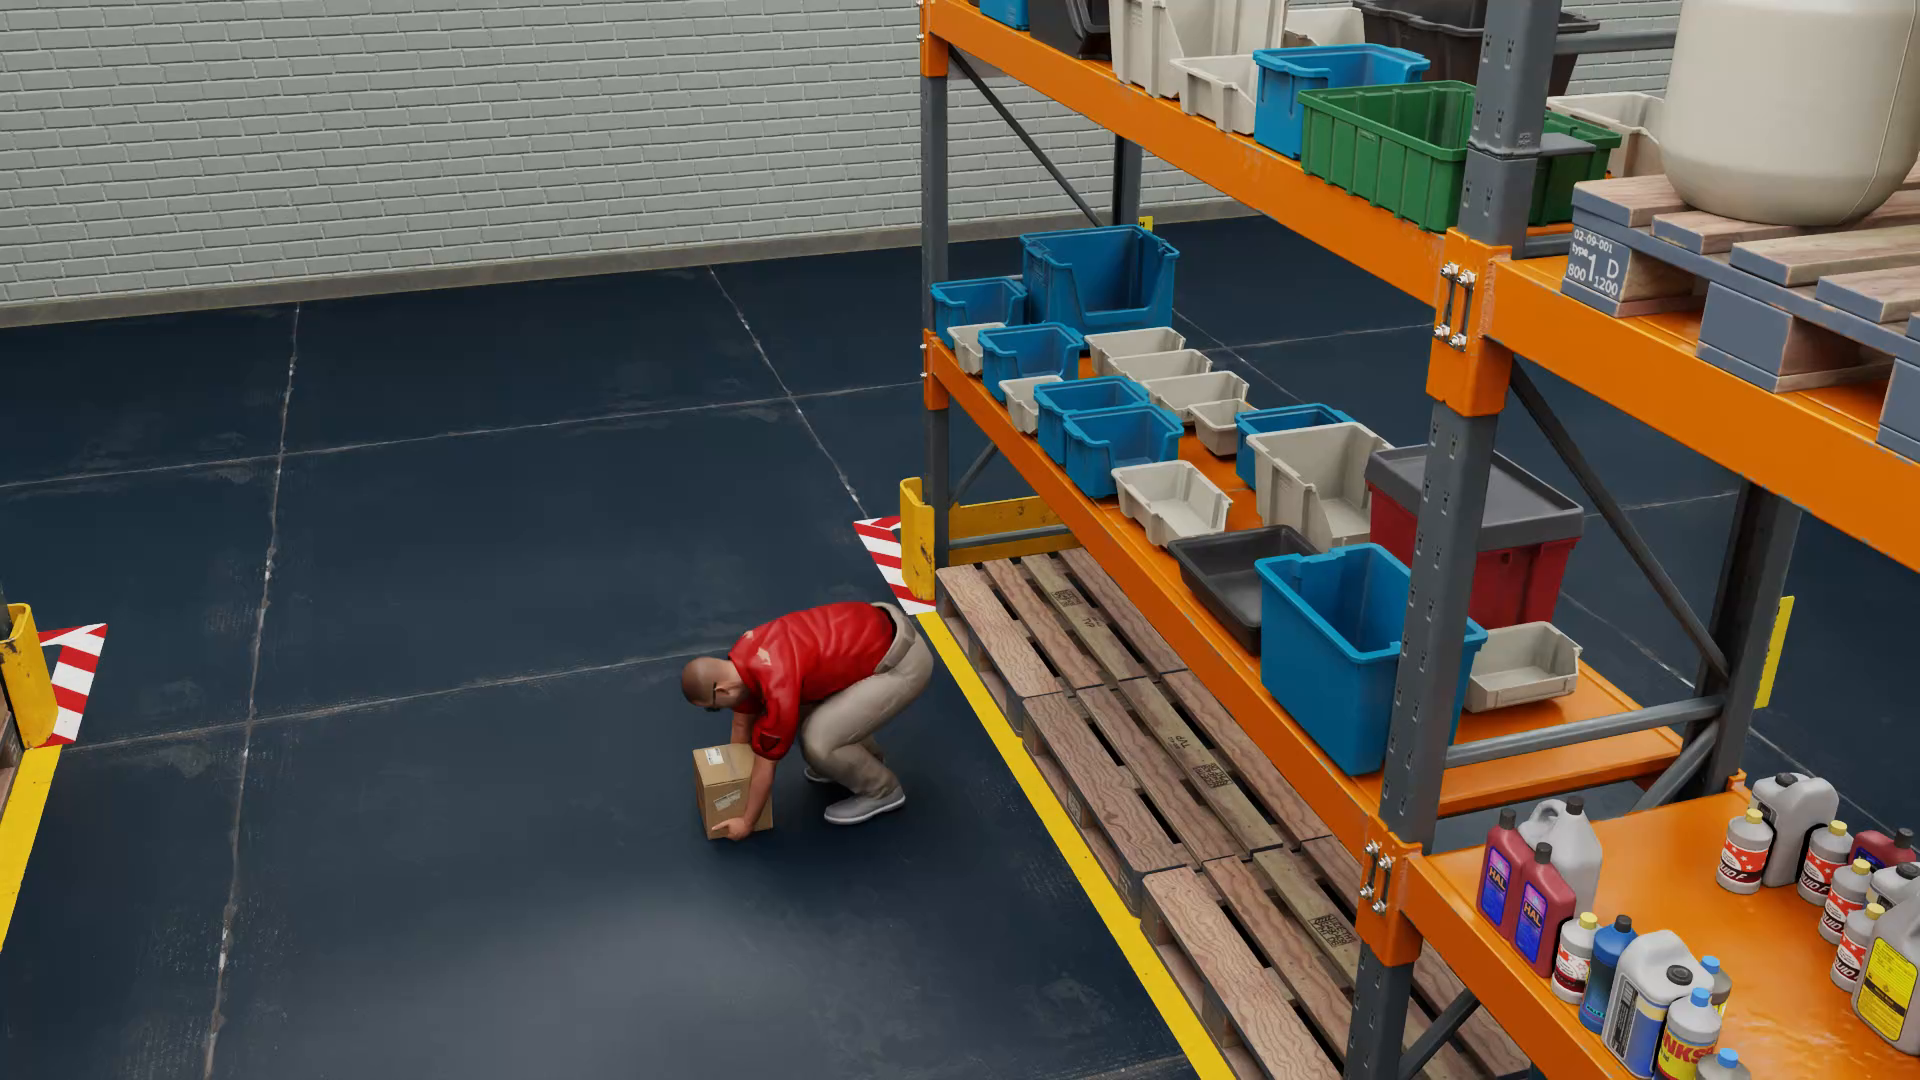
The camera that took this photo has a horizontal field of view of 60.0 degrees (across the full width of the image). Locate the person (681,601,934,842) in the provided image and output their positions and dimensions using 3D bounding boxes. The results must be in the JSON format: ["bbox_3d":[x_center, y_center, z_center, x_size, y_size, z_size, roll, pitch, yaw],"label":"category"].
[{"bbox_3d":[-0.574,0.677,6.340,0.955,0.813,0.537,-9,28,-18],"label":"person"}]
